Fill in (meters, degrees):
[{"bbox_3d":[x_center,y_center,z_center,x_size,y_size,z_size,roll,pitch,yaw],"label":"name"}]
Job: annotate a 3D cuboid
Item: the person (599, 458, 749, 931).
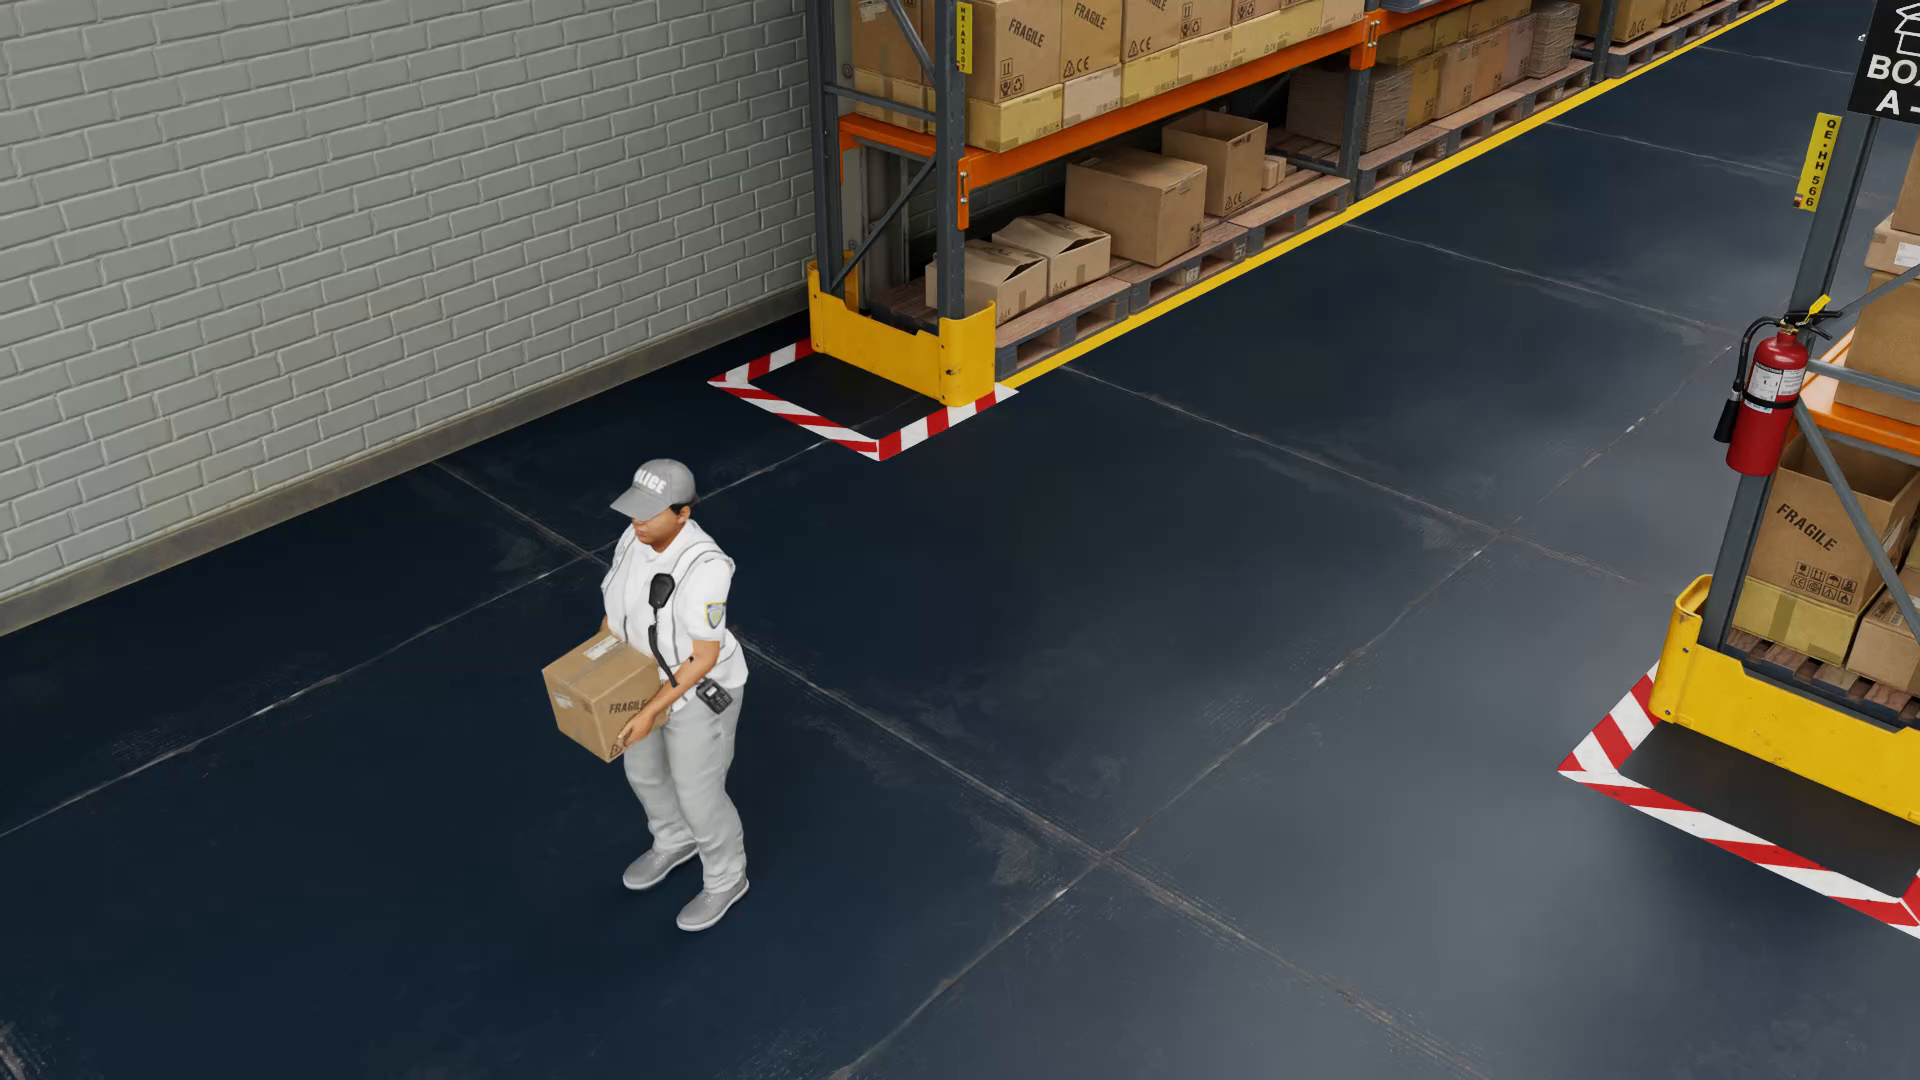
[{"bbox_3d":[-0.951,0.507,5.301,0.476,1.666,0.531,25,39,35],"label":"person"}]
